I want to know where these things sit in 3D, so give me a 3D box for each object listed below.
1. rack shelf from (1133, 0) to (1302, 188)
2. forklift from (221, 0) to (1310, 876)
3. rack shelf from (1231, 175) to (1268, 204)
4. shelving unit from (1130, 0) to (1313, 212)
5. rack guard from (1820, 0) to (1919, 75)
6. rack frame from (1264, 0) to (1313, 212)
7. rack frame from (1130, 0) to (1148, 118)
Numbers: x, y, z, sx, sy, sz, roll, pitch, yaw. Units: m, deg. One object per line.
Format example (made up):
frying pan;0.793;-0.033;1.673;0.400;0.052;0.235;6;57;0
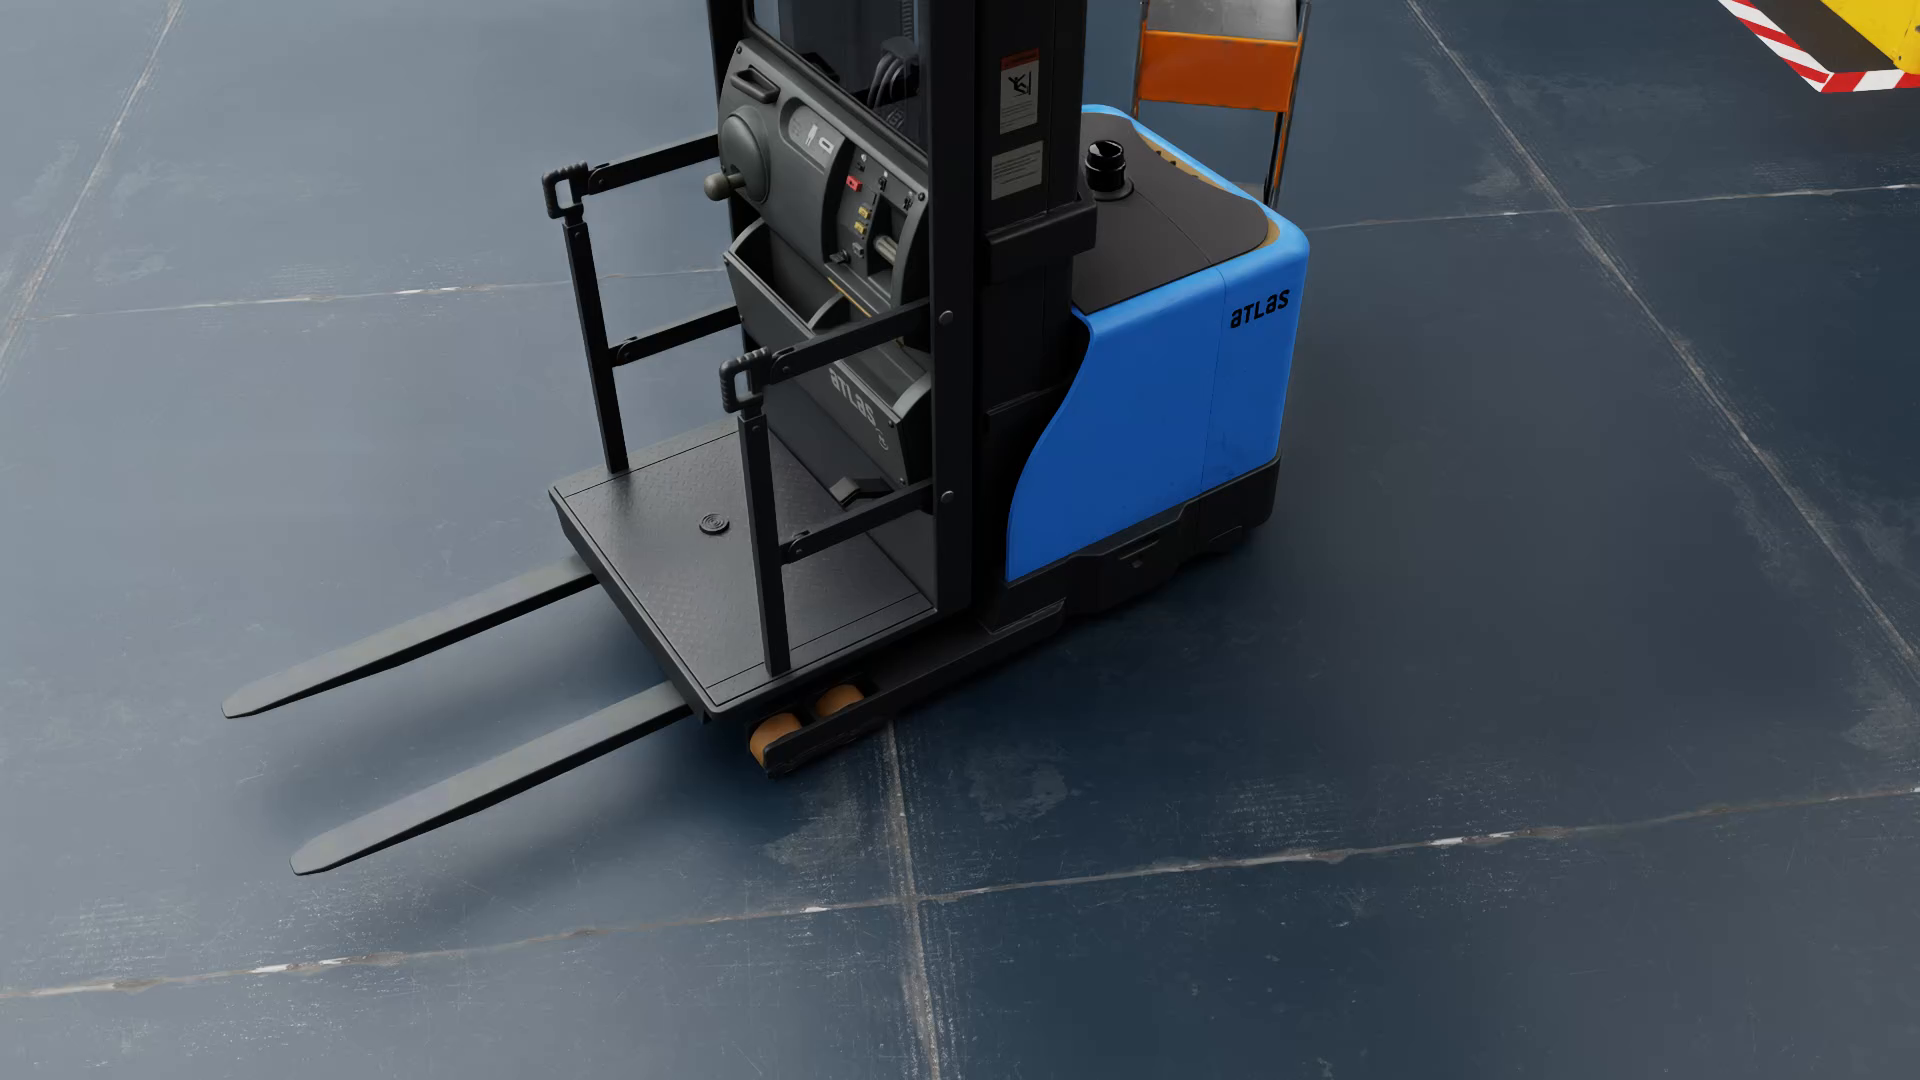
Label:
rack shelf;0.814;-1.485;5.337;0.480;0.518;0.431;6;42;5
forklift;-0.525;-0.857;4.011;3.031;2.935;1.130;-24;47;-24
rack shelf;0.797;-0.963;5.804;0.480;0.518;0.431;6;42;5
shelving unit;0.815;-1.495;5.328;0.503;2.100;0.431;6;42;5
rack guard;4.430;-2.710;7.881;0.348;0.500;1.175;-5;42;-6
rack frame;1.056;-1.468;5.307;0.015;2.100;0.400;6;42;5
rack frame;0.573;-1.522;5.350;0.015;2.100;0.400;6;42;5
